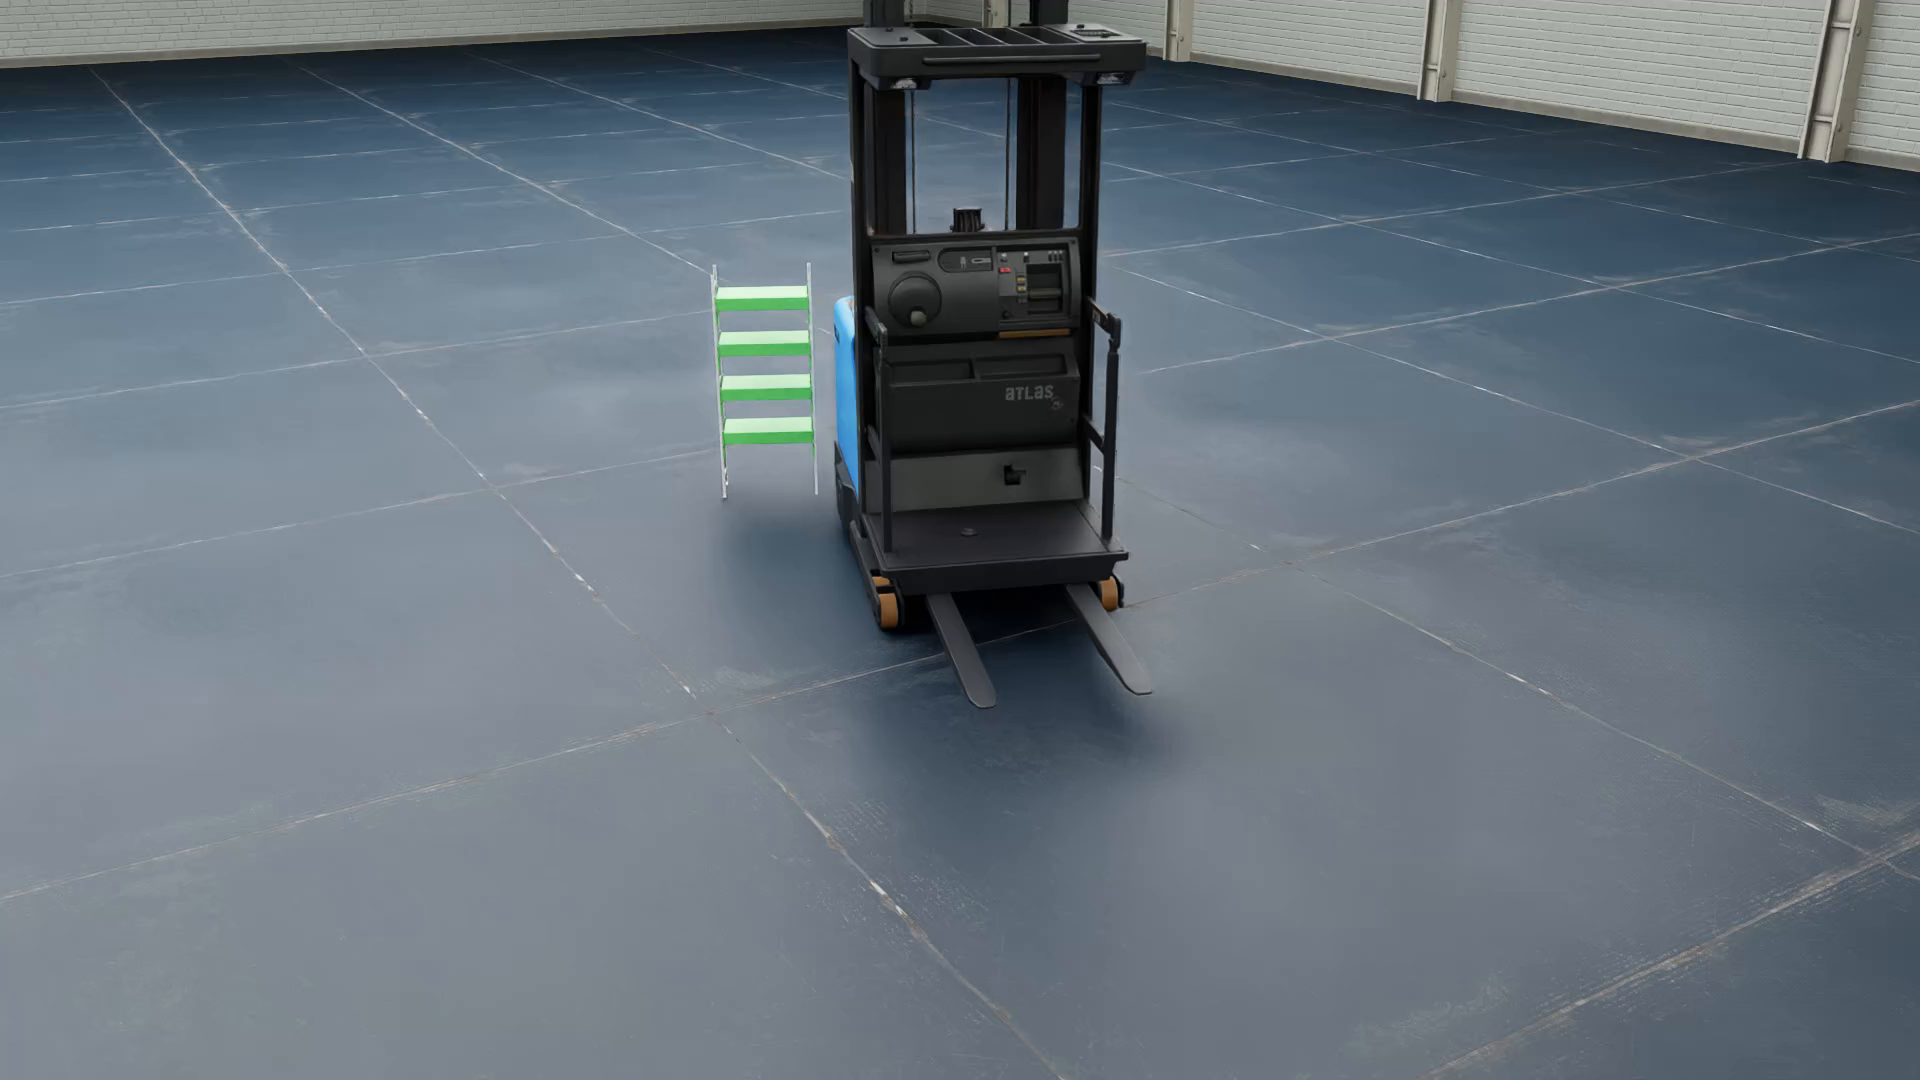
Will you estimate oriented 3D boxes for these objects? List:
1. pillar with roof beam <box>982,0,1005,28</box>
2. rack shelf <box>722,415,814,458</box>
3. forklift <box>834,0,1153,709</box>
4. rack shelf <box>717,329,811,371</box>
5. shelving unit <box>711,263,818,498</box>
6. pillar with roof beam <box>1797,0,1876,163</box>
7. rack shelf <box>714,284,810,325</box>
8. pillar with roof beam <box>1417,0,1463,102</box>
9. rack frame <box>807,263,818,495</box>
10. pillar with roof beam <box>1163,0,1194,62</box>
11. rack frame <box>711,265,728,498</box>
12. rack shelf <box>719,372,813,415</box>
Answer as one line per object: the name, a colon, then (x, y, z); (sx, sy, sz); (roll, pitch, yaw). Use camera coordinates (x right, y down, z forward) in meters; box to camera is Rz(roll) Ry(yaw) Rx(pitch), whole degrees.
pillar with roof beam: (-3.035, -13.531, 29.650); (9.100, 9.000, 0.400); (-13, 25, -28)
rack shelf: (-1.022, -0.554, 8.887); (0.480, 0.148, 0.258); (-2, 22, -5)
forklift: (0.118, -1.110, 7.150); (1.130, 2.935, 3.031); (-4, 22, -10)
rack shelf: (-1.022, -0.998, 8.707); (0.480, 0.148, 0.258); (-2, 22, -5)
shelving unit: (-1.022, -0.835, 8.773); (0.503, 1.200, 0.258); (-2, 22, -5)
pillar with roof beam: (6.159, -7.704, 15.315); (9.100, 9.000, 0.400); (-13, 25, -28)
rack shelf: (-1.022, -1.221, 8.616); (0.480, 0.148, 0.258); (-2, 22, -5)
pillar with roof beam: (3.095, -9.646, 20.093); (9.100, 9.000, 0.400); (-13, 25, -28)
rack frame: (-0.779, -0.843, 8.793); (0.015, 1.200, 0.240); (-2, 22, -5)
pillar with roof beam: (0.030, -11.589, 24.872); (9.100, 9.000, 0.400); (-13, 25, -28)
rack frame: (-1.265, -0.827, 8.753); (0.015, 1.200, 0.240); (-2, 22, -5)
rack shelf: (-1.022, -0.776, 8.797); (0.480, 0.148, 0.258); (-2, 22, -5)
